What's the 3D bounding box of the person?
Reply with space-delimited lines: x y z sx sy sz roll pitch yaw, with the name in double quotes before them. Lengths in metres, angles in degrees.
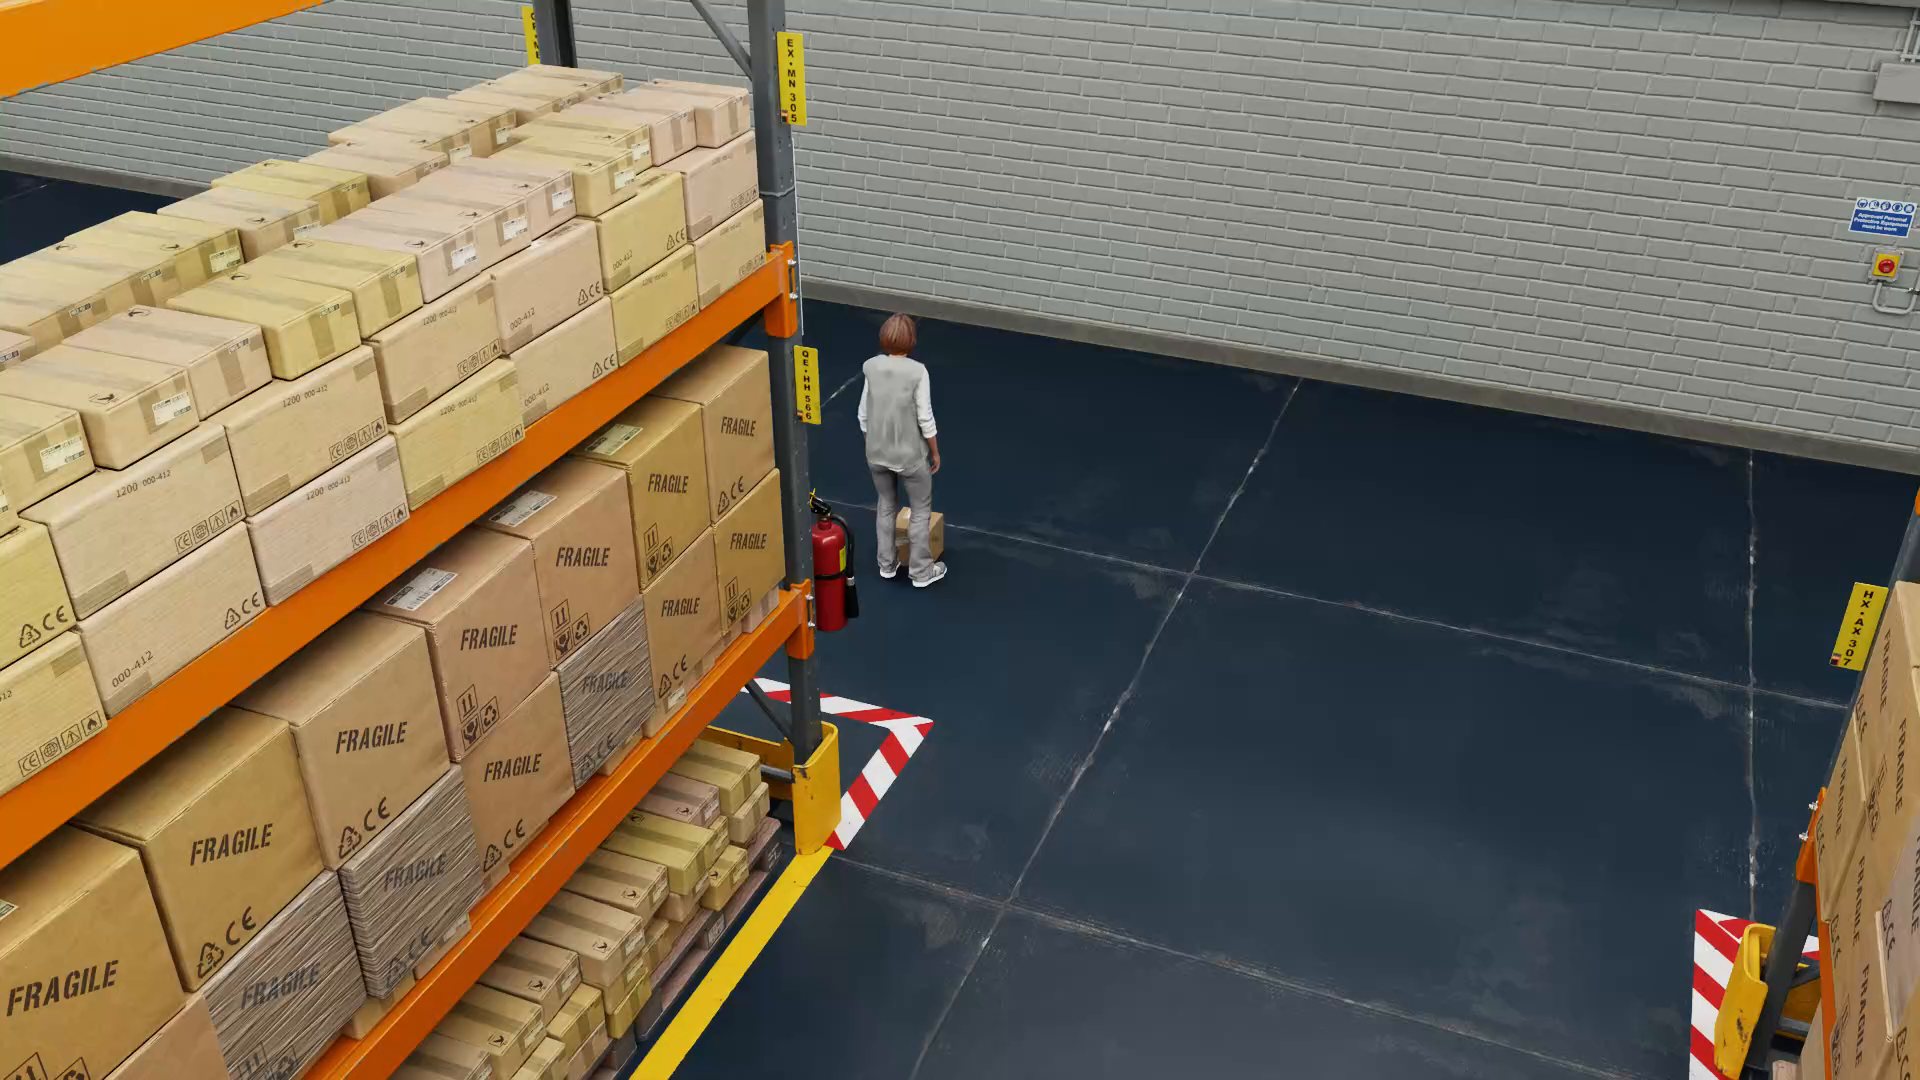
"person" -0.333 -0.484 9.233 0.461 1.593 0.364 12 32 19
